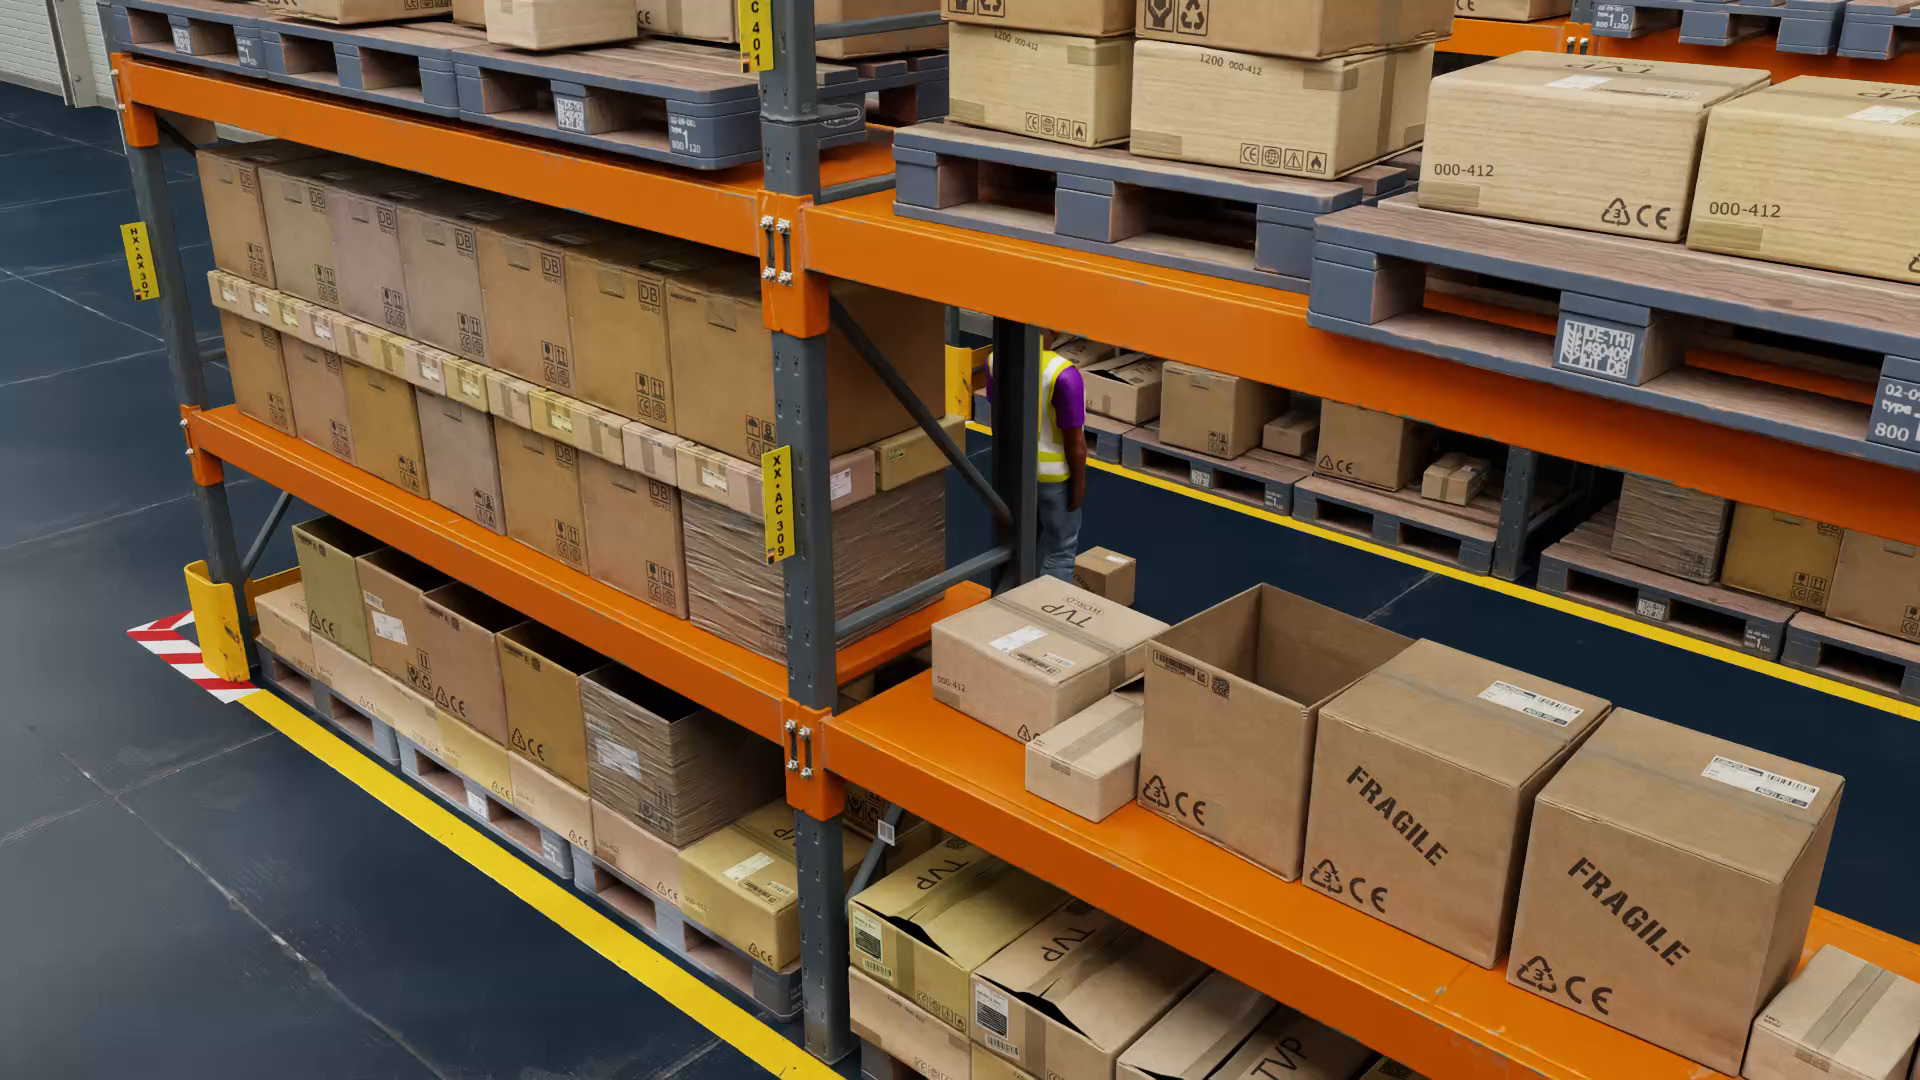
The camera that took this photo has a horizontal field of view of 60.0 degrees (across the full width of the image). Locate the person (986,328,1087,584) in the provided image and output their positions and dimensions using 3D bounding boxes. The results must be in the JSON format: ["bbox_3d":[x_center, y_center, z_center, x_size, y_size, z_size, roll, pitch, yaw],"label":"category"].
[{"bbox_3d":[0.381,-0.324,7.838,0.564,1.787,0.371,21,31,39],"label":"person"}]
